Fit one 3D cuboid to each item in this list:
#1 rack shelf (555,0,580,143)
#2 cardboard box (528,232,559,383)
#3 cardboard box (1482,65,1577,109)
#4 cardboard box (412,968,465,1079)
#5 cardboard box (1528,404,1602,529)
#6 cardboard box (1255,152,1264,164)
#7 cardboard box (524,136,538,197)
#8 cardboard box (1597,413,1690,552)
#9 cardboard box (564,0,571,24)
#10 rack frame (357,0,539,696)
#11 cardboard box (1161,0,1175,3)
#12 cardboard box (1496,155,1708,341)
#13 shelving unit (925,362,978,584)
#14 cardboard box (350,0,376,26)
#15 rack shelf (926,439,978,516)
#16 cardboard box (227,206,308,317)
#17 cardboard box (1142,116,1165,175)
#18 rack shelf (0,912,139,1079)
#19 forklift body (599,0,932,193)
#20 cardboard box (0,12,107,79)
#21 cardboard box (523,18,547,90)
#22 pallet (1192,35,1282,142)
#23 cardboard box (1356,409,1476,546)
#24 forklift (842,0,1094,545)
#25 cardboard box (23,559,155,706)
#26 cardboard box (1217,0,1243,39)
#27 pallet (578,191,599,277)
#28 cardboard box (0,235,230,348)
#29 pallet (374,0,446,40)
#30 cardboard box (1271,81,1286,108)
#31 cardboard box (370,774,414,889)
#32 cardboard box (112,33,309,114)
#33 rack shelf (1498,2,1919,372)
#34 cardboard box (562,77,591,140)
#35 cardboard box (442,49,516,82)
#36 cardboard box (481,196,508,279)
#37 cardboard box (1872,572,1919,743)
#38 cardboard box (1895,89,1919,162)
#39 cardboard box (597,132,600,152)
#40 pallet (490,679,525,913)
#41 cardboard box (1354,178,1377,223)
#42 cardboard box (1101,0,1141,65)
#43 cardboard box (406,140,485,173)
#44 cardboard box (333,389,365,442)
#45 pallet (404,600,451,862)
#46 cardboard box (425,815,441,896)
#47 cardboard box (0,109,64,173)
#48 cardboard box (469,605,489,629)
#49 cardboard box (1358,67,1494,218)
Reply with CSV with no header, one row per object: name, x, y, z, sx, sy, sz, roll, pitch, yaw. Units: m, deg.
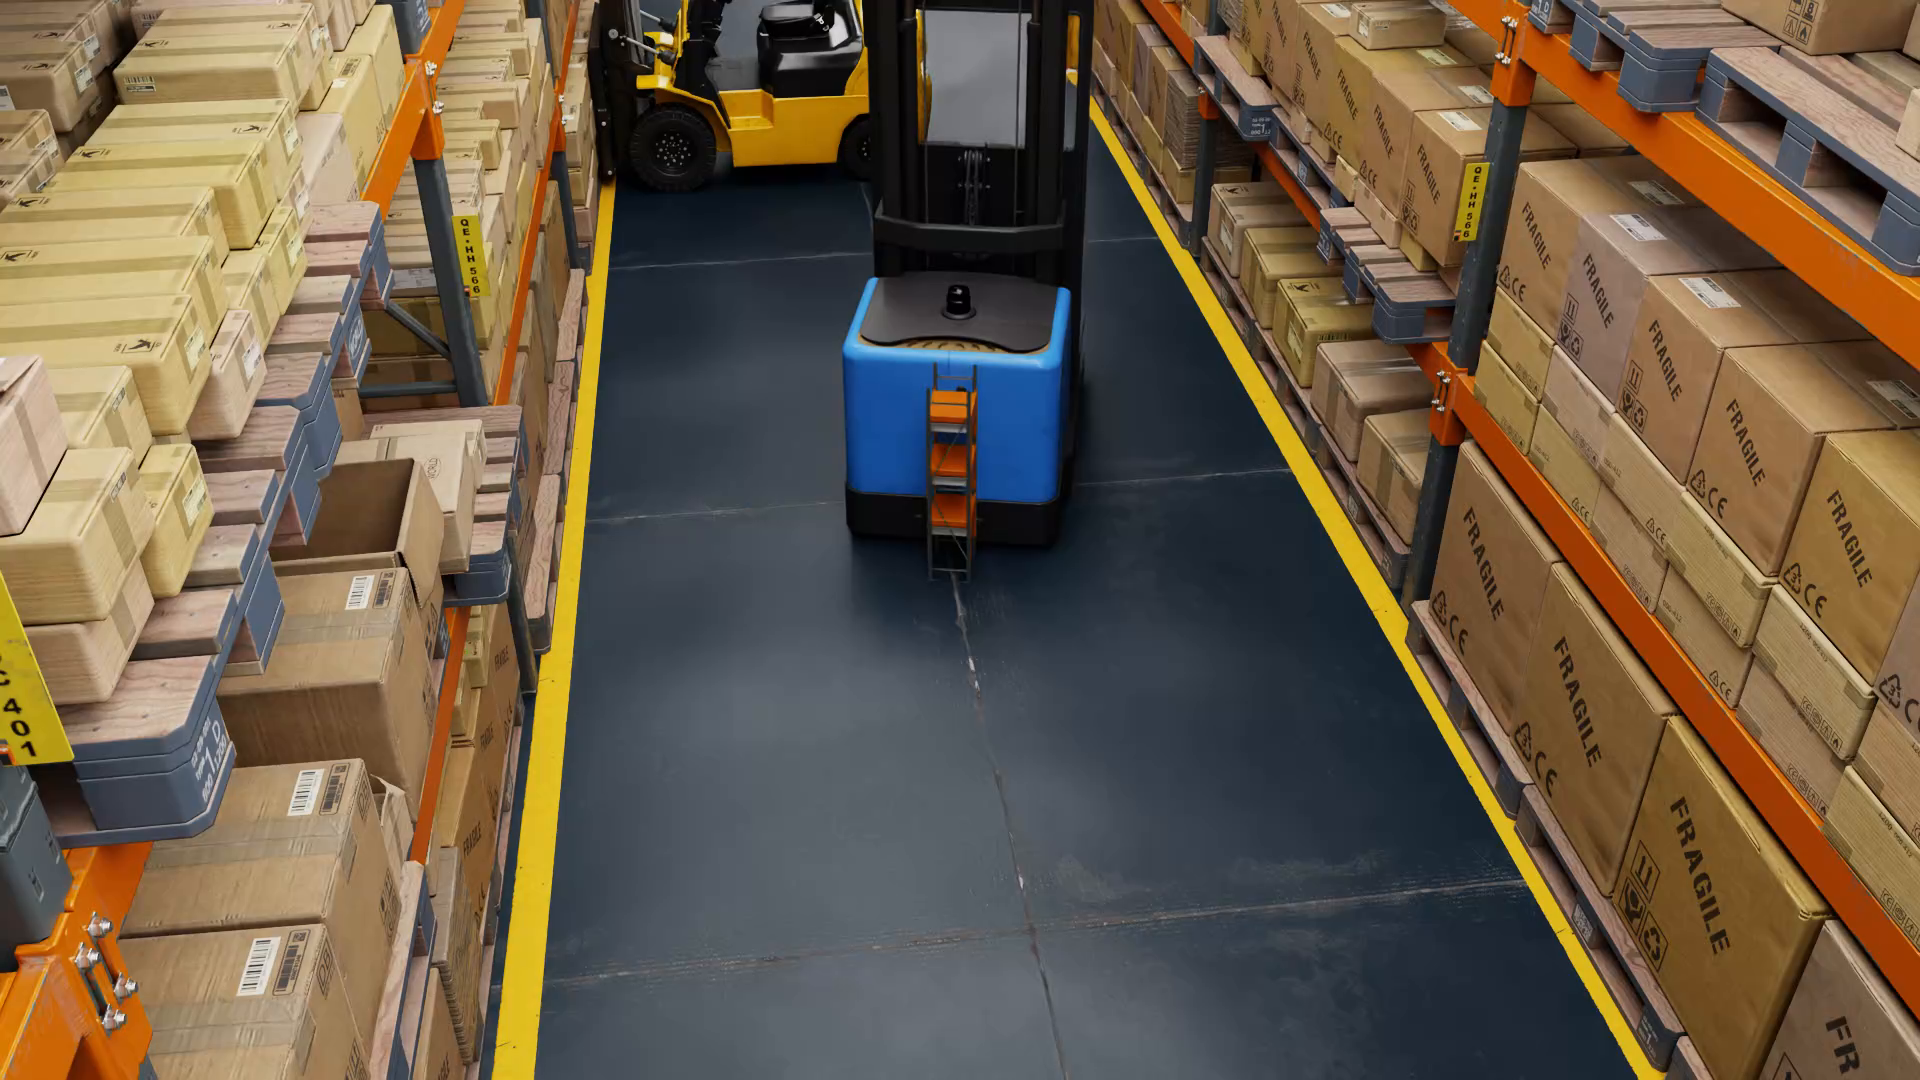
rack shelf,-3.159,-3.611,11.524,1.077,0.370,4.000,-4,35,-6
cardboard box,-2.712,-1.260,9.172,0.875,0.625,0.625,-5,35,-7
cardboard box,2.658,-1.835,7.553,0.500,0.500,0.500,-3,34,-4
cardboard box,-1.800,1.669,4.984,0.500,0.500,0.500,-5,35,-8
cardboard box,2.469,-0.299,6.158,0.500,0.250,0.500,-5,35,-8
cardboard box,2.216,-2.867,11.196,0.500,0.500,0.500,-3,34,-4
cardboard box,-2.454,-1.909,8.521,0.500,0.250,0.500,-4,34,-6
cardboard box,2.513,-0.214,5.589,0.500,0.250,0.500,-4,35,-7
cardboard box,-2.847,-3.673,10.887,0.500,0.500,0.500,-5,35,-7
rack frame,-2.352,-0.560,6.408,1.000,3.000,0.127,-4,35,-6
cardboard box,1.543,-3.789,11.370,0.380,0.149,0.250,-5,35,-7
cardboard box,2.390,-1.099,6.222,0.500,0.500,0.500,-5,35,-8
shelving unit,-0.037,-0.300,7.759,0.215,1.050,0.252,4,34,6
cardboard box,-2.066,-1.723,5.230,0.380,0.149,0.250,-4,34,-5
rack shelf,-0.037,-0.292,7.765,0.215,0.259,0.240,4,34,6
cardboard box,-1.625,-0.587,3.546,0.380,0.149,0.250,-4,34,-5
cardboard box,1.601,-2.813,11.783,0.500,0.250,0.500,-5,35,-8
rack shelf,-1.545,1.846,0.853,1.077,0.370,4.000,-4,35,-6
forklift body,-1.365,-3.753,11.848,2.313,2.155,1.214,-4,35,-6
cardboard box,-2.430,-1.231,4.243,0.380,0.149,0.250,-5,35,-7
cardboard box,-2.571,-2.682,9.211,0.500,0.250,0.500,-5,35,-7
pallet,1.987,-2.653,9.650,1.003,0.211,1.213,-4,35,-6
cardboard box,2.500,-0.342,8.048,0.950,0.372,0.625,-7,35,-10
forklift,0.124,-2.000,8.582,1.130,2.935,3.031,4,34,6
cardboard box,-1.460,0.125,2.501,0.380,0.149,0.250,-4,34,-6
cardboard box,1.807,-3.225,9.592,0.500,0.500,0.500,-4,34,-5
pallet,-2.956,-2.087,11.125,1.003,0.211,1.213,-4,35,-6
cardboard box,-1.579,-0.431,3.053,0.380,0.149,0.250,-5,35,-7
pallet,-2.532,-2.093,6.162,1.213,0.211,1.003,-3,34,-4
cardboard box,1.921,-2.468,9.059,0.380,0.149,0.250,-4,34,-6
cardboard box,-1.621,0.750,4.233,0.396,0.266,0.258,-3,34,-4
cardboard box,-1.838,-1.132,4.099,0.380,0.149,0.250,-4,35,-6
rack shelf,2.835,-0.764,4.683,1.077,0.370,4.000,-4,35,-6
cardboard box,-2.703,-2.822,10.909,0.500,0.250,0.500,-4,35,-6
cardboard box,-2.451,-2.357,8.380,0.380,0.149,0.250,-5,35,-8
cardboard box,-2.236,-1.250,7.110,0.500,0.250,0.500,-3,34,-5
cardboard box,2.718,0.321,4.138,0.500,0.500,0.500,-4,34,-5
cardboard box,2.701,-1.066,4.322,0.380,0.166,0.250,-2,34,-2
cardboard box,-2.844,-2.977,12.024,0.500,0.250,0.500,-3,34,-5
pallet,-2.289,1.012,6.578,1.003,0.211,1.213,-4,35,-6
cardboard box,2.077,-1.595,7.777,0.380,0.149,0.250,-6,35,-9
cardboard box,1.403,-3.974,12.820,0.500,0.500,0.500,-6,35,-8
cardboard box,-2.311,-1.643,7.332,0.380,0.149,0.250,-4,34,-6
cardboard box,-2.438,-0.476,5.823,0.500,0.500,0.500,-3,34,-4
pallet,-2.086,0.604,4.870,1.003,0.211,1.213,-4,35,-6
cardboard box,-1.884,1.030,5.346,0.380,0.149,0.250,-6,35,-9
cardboard box,-2.203,-0.818,3.620,0.380,0.149,0.250,-4,34,-5
cardboard box,-2.035,0.288,6.435,0.380,0.149,0.250,-6,35,-9
cardboard box,2.149,-1.796,7.496,0.500,0.500,0.500,-5,35,-7
